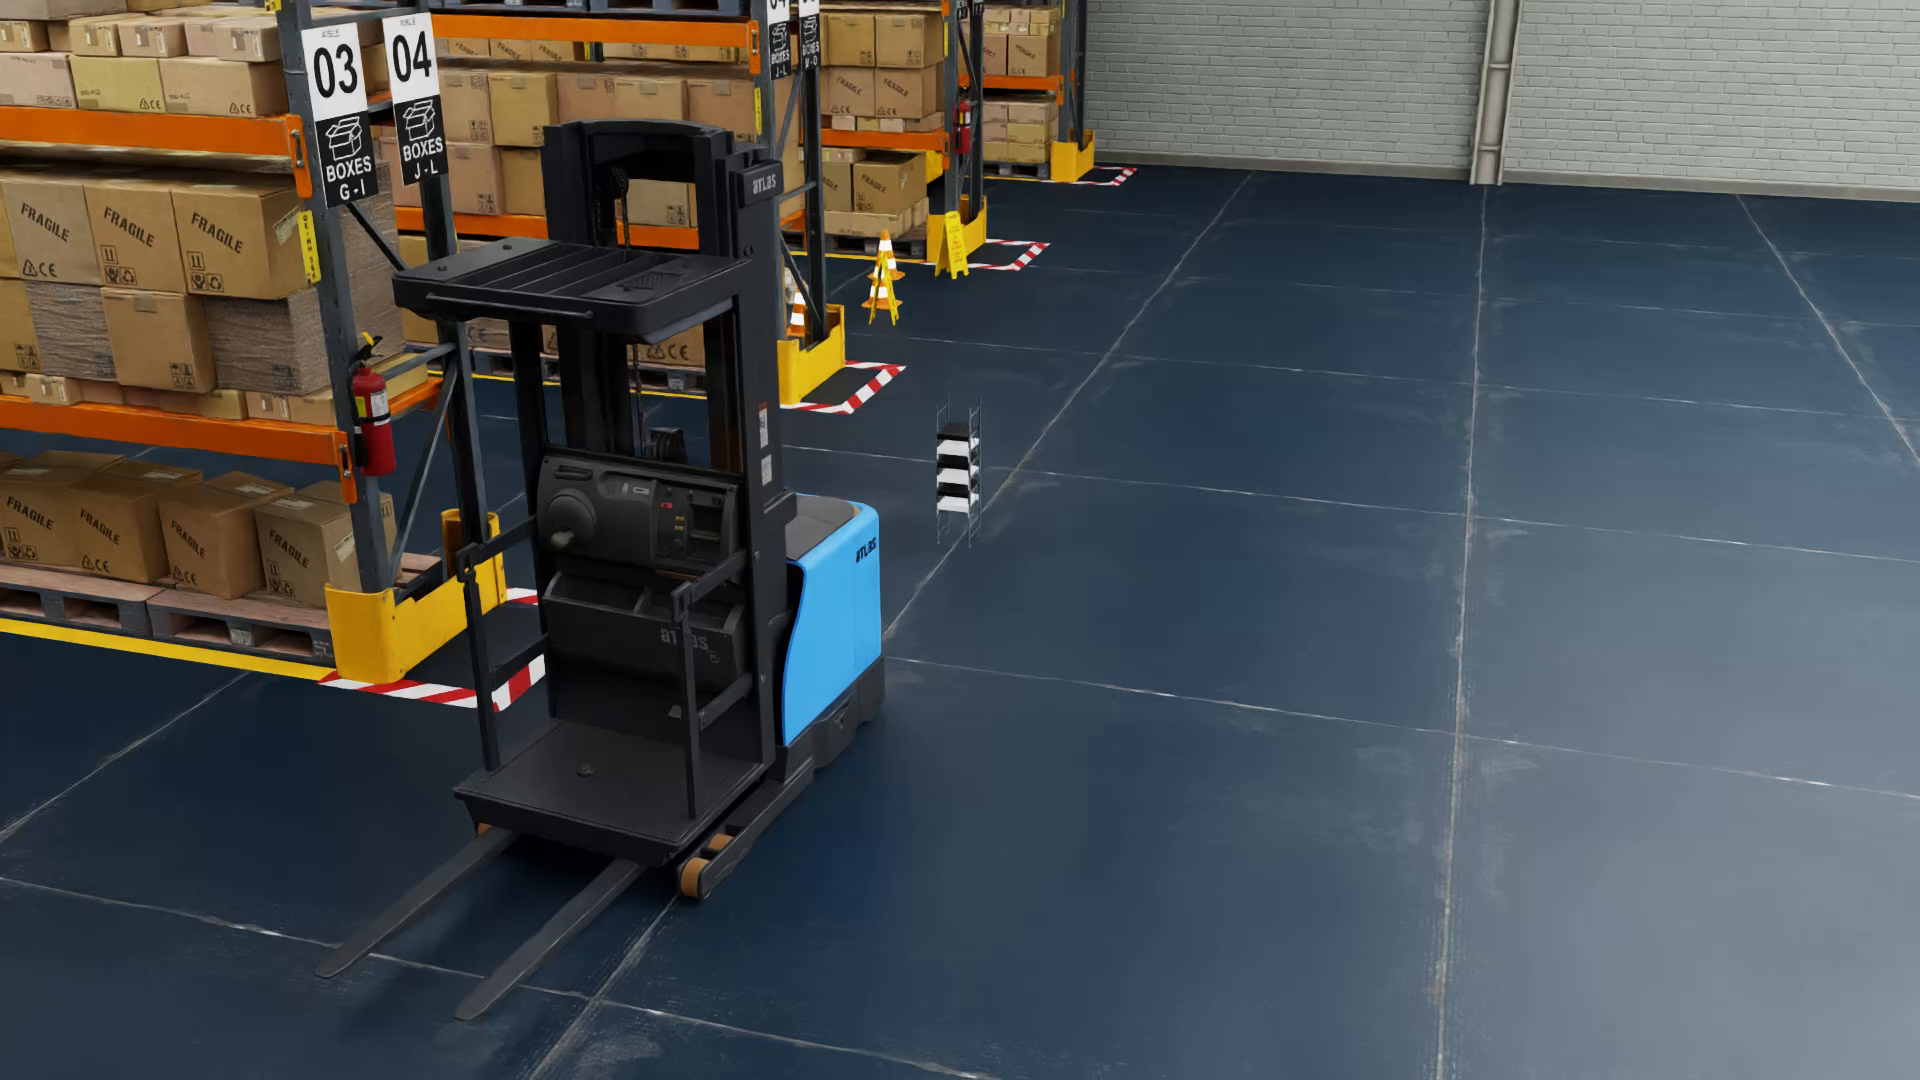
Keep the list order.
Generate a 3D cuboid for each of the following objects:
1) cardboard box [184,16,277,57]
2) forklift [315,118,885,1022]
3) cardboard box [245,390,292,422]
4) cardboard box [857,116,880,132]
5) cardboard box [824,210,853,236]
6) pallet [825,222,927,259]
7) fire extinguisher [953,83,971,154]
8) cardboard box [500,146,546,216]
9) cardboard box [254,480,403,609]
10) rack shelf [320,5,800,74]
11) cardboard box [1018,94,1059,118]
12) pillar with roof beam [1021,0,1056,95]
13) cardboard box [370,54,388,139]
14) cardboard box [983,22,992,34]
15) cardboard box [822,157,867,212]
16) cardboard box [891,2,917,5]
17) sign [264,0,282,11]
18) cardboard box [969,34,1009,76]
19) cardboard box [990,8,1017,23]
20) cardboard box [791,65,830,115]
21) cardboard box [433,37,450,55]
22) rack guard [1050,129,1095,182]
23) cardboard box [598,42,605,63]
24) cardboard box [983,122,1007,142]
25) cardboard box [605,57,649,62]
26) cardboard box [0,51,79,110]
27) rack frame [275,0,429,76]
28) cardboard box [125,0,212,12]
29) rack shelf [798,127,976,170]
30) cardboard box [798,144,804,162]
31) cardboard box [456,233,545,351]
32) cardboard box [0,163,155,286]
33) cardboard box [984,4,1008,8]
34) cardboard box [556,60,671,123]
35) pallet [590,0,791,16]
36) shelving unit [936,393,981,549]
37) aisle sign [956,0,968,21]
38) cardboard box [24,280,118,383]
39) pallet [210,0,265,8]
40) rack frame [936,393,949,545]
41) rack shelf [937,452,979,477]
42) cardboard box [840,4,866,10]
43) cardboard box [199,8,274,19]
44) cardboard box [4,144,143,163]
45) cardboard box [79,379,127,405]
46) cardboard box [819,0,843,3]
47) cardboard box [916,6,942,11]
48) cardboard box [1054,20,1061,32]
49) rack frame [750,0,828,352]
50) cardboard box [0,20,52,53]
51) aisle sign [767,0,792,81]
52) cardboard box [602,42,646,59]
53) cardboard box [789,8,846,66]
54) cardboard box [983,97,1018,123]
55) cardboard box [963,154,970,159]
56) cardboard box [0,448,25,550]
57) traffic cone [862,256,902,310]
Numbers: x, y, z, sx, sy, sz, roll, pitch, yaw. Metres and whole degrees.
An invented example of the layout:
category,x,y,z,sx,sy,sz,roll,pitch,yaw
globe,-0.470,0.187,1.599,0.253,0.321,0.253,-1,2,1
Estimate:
category,x,y,z,sx,sy,sz,roll,pitch,yaw
cardboard box,-3.391,-2.358,7.786,0.250,0.149,0.380,6,23,14
forklift,-1.406,-0.086,6.617,1.130,2.935,3.031,9,24,21
cardboard box,-3.392,-0.735,8.440,0.250,0.149,0.380,7,23,16
cardboard box,-0.891,-4.338,17.224,0.250,0.149,0.380,6,23,15
cardboard box,-1.303,-3.440,17.774,0.500,0.250,0.500,7,23,16
pallet,-0.798,-3.288,18.007,1.213,0.211,1.003,7,23,16
fire extinguisher,0.019,-4.252,16.785,0.183,0.674,0.296,7,23,16
cardboard box,-3.211,-2.954,13.322,0.500,0.550,0.875,7,23,16
cardboard box,-3.413,0.021,9.008,0.500,0.500,0.500,11,25,25
rack shelf,-3.205,-3.932,12.899,4.000,0.370,1.077,7,23,16
cardboard box,1.067,-5.778,22.155,0.500,0.250,0.500,6,23,15
pillar with roof beam,-0.177,-7.887,17.639,0.400,9.000,9.100,7,23,16
cardboard box,-4.777,-3.613,13.504,0.550,0.550,0.875,7,23,16
cardboard box,0.342,-6.653,21.551,0.250,0.149,0.380,6,23,15
cardboard box,-1.300,-3.786,17.629,0.500,0.500,0.500,7,23,17
cardboard box,-0.747,-7.117,22.289,0.250,0.149,0.380,6,23,15
sign,-2.999,-2.465,7.208,0.005,0.325,0.100,7,23,16
cardboard box,0.432,-6.337,21.634,0.500,0.500,0.500,7,23,17
cardboard box,0.566,-6.753,21.402,0.250,0.149,0.380,7,23,17
cardboard box,-1.513,-4.724,17.309,0.500,0.500,0.500,6,23,15
cardboard box,-5.765,-5.421,18.457,0.500,0.500,0.500,6,23,13
rack guard,1.496,-5.112,22.075,0.348,0.500,1.175,7,23,16
cardboard box,-4.153,-5.440,18.502,0.500,0.500,0.500,7,23,17
cardboard box,0.440,-5.424,21.951,0.500,0.250,0.500,6,23,15
cardboard box,-3.446,-4.941,17.838,0.500,0.500,0.500,6,23,15
cardboard box,-4.322,-2.259,8.070,0.500,0.250,0.500,7,23,17
rack frame,-2.820,-3.643,7.293,0.127,3.000,1.000,7,23,16
cardboard box,-4.163,-2.931,8.328,0.500,0.500,0.500,6,23,15
rack shelf,-1.872,-4.354,17.880,4.000,0.370,1.077,7,23,16
cardboard box,-1.662,-4.104,17.549,0.250,0.149,0.380,8,23,18
cardboard box,-3.674,-2.116,13.723,0.875,0.875,0.875,7,23,16
cardboard box,-4.376,-1.593,8.359,0.500,0.500,0.500,7,23,16
cardboard box,0.483,-6.967,21.924,0.250,0.149,0.380,7,23,16
cardboard box,-2.685,-3.419,13.033,0.550,0.550,0.875,7,23,16
pallet,-2.004,-4.082,12.434,1.213,0.211,1.003,7,23,16
shelving unit,-0.008,-0.417,10.101,0.210,0.900,0.258,7,23,16
aisle sign,0.018,-5.558,16.442,0.004,0.787,0.394,7,23,16
cardboard box,-4.318,-1.203,8.726,0.500,0.500,0.875,7,23,16
pallet,-6.012,-4.478,13.535,1.217,0.209,0.805,6,23,13
rack frame,-0.105,-0.428,10.129,0.006,0.900,0.240,7,23,16
rack shelf,-0.008,-0.470,10.080,0.200,0.077,0.258,7,23,16
cardboard box,-1.397,-6.965,21.919,0.250,0.149,0.380,7,23,17
cardboard box,-3.514,-2.531,8.207,0.250,0.149,0.380,6,23,15
cardboard box,-4.704,-1.837,8.955,0.500,0.500,0.500,7,23,16
cardboard box,-4.354,-0.838,8.692,0.250,0.149,0.380,7,23,16
cardboard box,-1.735,-7.226,22.556,0.250,0.149,0.380,6,23,14
cardboard box,-0.401,-6.884,21.722,0.250,0.149,0.380,7,23,16
cardboard box,1.223,-6.749,21.785,0.250,0.149,0.380,6,23,14
rack frame,-1.290,-2.658,12.798,0.127,3.000,1.000,7,23,16
cardboard box,-4.419,-2.432,7.967,0.250,0.149,0.380,5,23,13
aisle sign,-1.309,-3.744,12.020,0.004,0.787,0.394,7,23,16
cardboard box,-3.428,-5.426,17.703,0.500,0.500,0.700,6,23,15
cardboard box,-1.510,-5.168,17.074,0.500,0.500,0.700,6,23,15
cardboard box,0.451,-5.647,21.837,0.500,0.250,0.500,7,23,16
cardboard box,-0.018,-5.246,22.178,0.500,0.250,0.500,7,23,16
cardboard box,-5.728,-0.225,9.606,0.500,0.500,0.500,15,27,32
traffic cone,-0.737,-2.432,15.589,0.334,0.463,0.336,7,23,16
